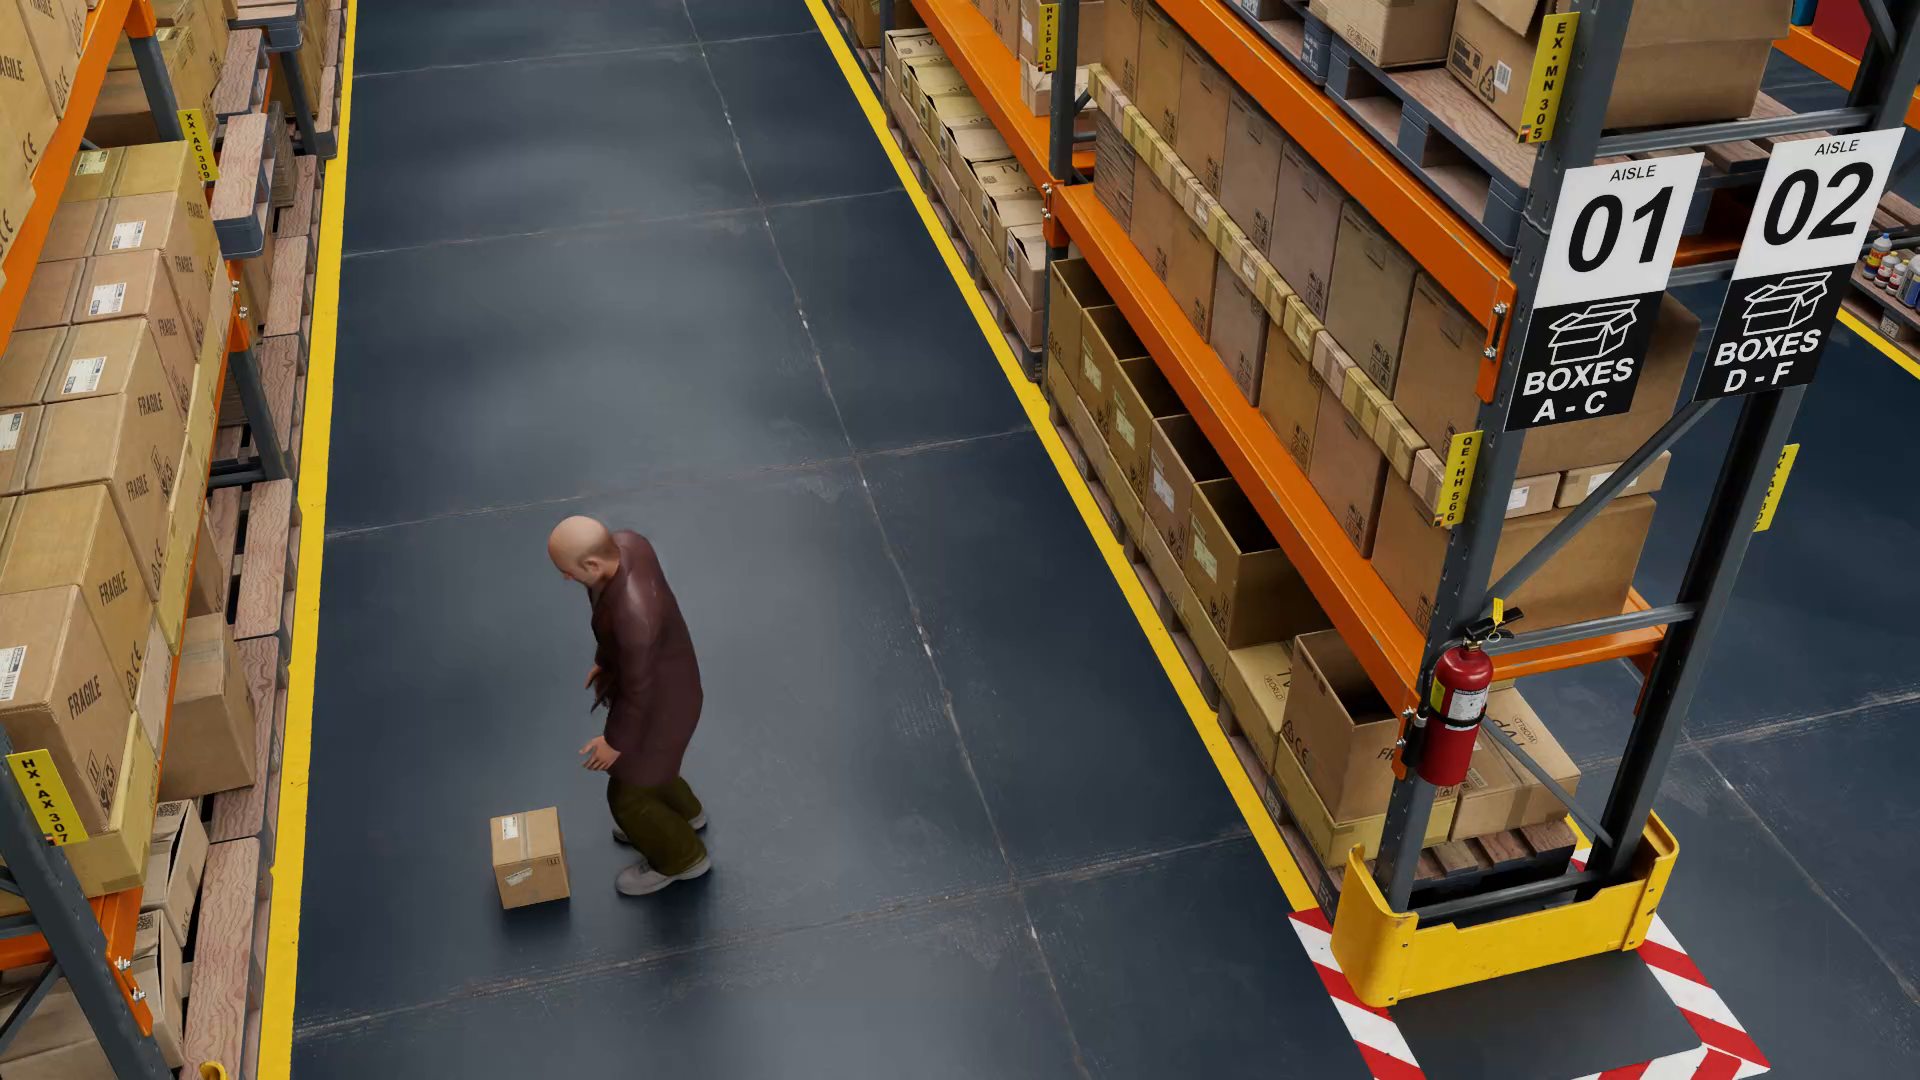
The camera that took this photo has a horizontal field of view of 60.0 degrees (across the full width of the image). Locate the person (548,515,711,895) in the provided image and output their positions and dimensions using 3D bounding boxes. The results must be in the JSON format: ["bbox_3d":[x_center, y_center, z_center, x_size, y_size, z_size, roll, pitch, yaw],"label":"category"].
[{"bbox_3d":[-1.163,0.587,6.039,0.459,1.702,0.599,-8,38,-11],"label":"person"}]
